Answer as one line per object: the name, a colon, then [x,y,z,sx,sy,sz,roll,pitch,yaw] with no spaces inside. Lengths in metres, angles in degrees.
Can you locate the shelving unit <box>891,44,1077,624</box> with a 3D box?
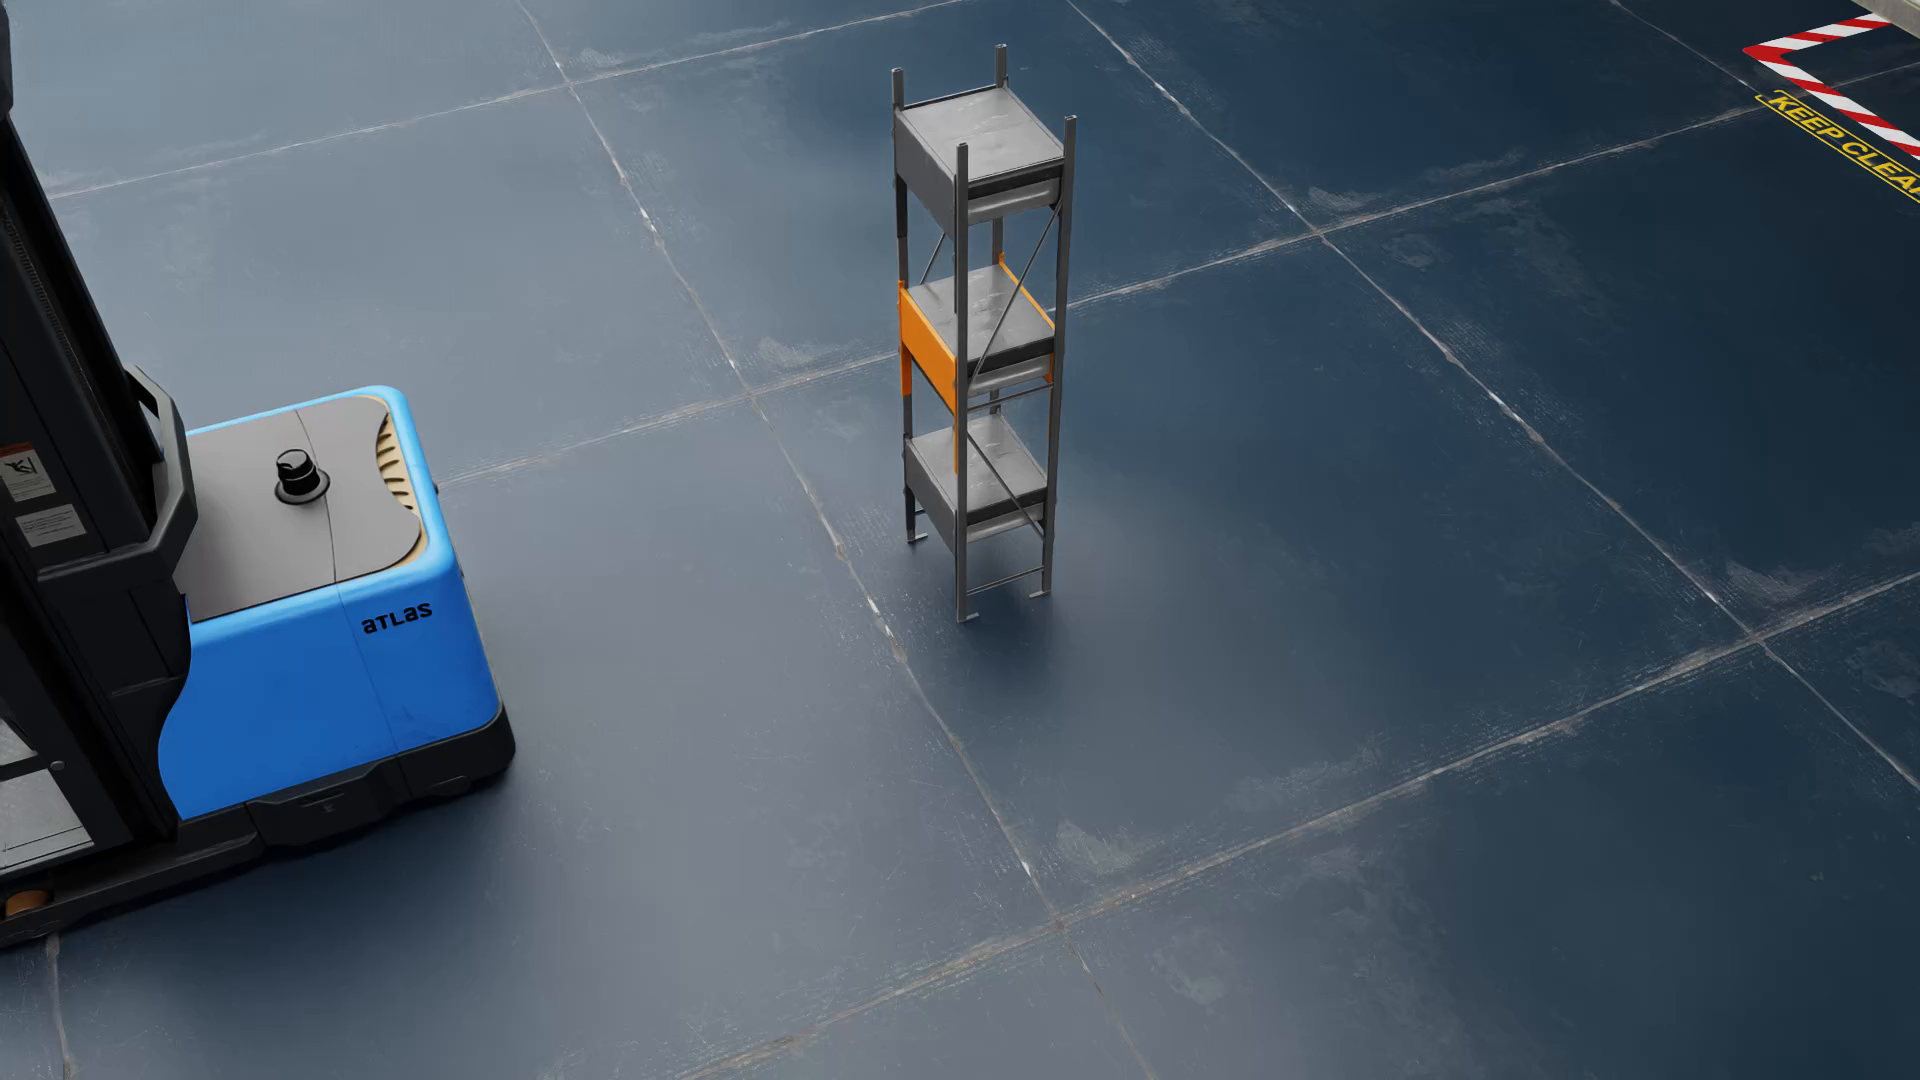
shelving unit: [0.070,-0.642,5.906,0.431,2.100,0.503,-18,47,-17]

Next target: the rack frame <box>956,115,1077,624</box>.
rack frame: [0.172,-0.486,5.748,0.400,2.100,0.015,-18,47,-17]

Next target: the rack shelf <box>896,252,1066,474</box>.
rack shelf: [0.070,-0.632,5.915,0.431,0.518,0.480,-18,47,-17]

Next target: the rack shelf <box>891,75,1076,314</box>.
rack shelf: [0.070,-1.130,5.424,0.431,0.518,0.480,-18,47,-17]

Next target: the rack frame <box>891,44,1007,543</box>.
rack frame: [-0.033,-0.797,6.063,0.400,2.100,0.015,-18,47,-17]

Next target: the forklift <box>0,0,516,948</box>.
forklift: [-3.138,-0.114,4.779,3.031,2.935,1.130,-17,47,-17]

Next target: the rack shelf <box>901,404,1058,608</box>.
rack shelf: [0.070,-0.134,6.407,0.431,0.518,0.480,-18,47,-17]
